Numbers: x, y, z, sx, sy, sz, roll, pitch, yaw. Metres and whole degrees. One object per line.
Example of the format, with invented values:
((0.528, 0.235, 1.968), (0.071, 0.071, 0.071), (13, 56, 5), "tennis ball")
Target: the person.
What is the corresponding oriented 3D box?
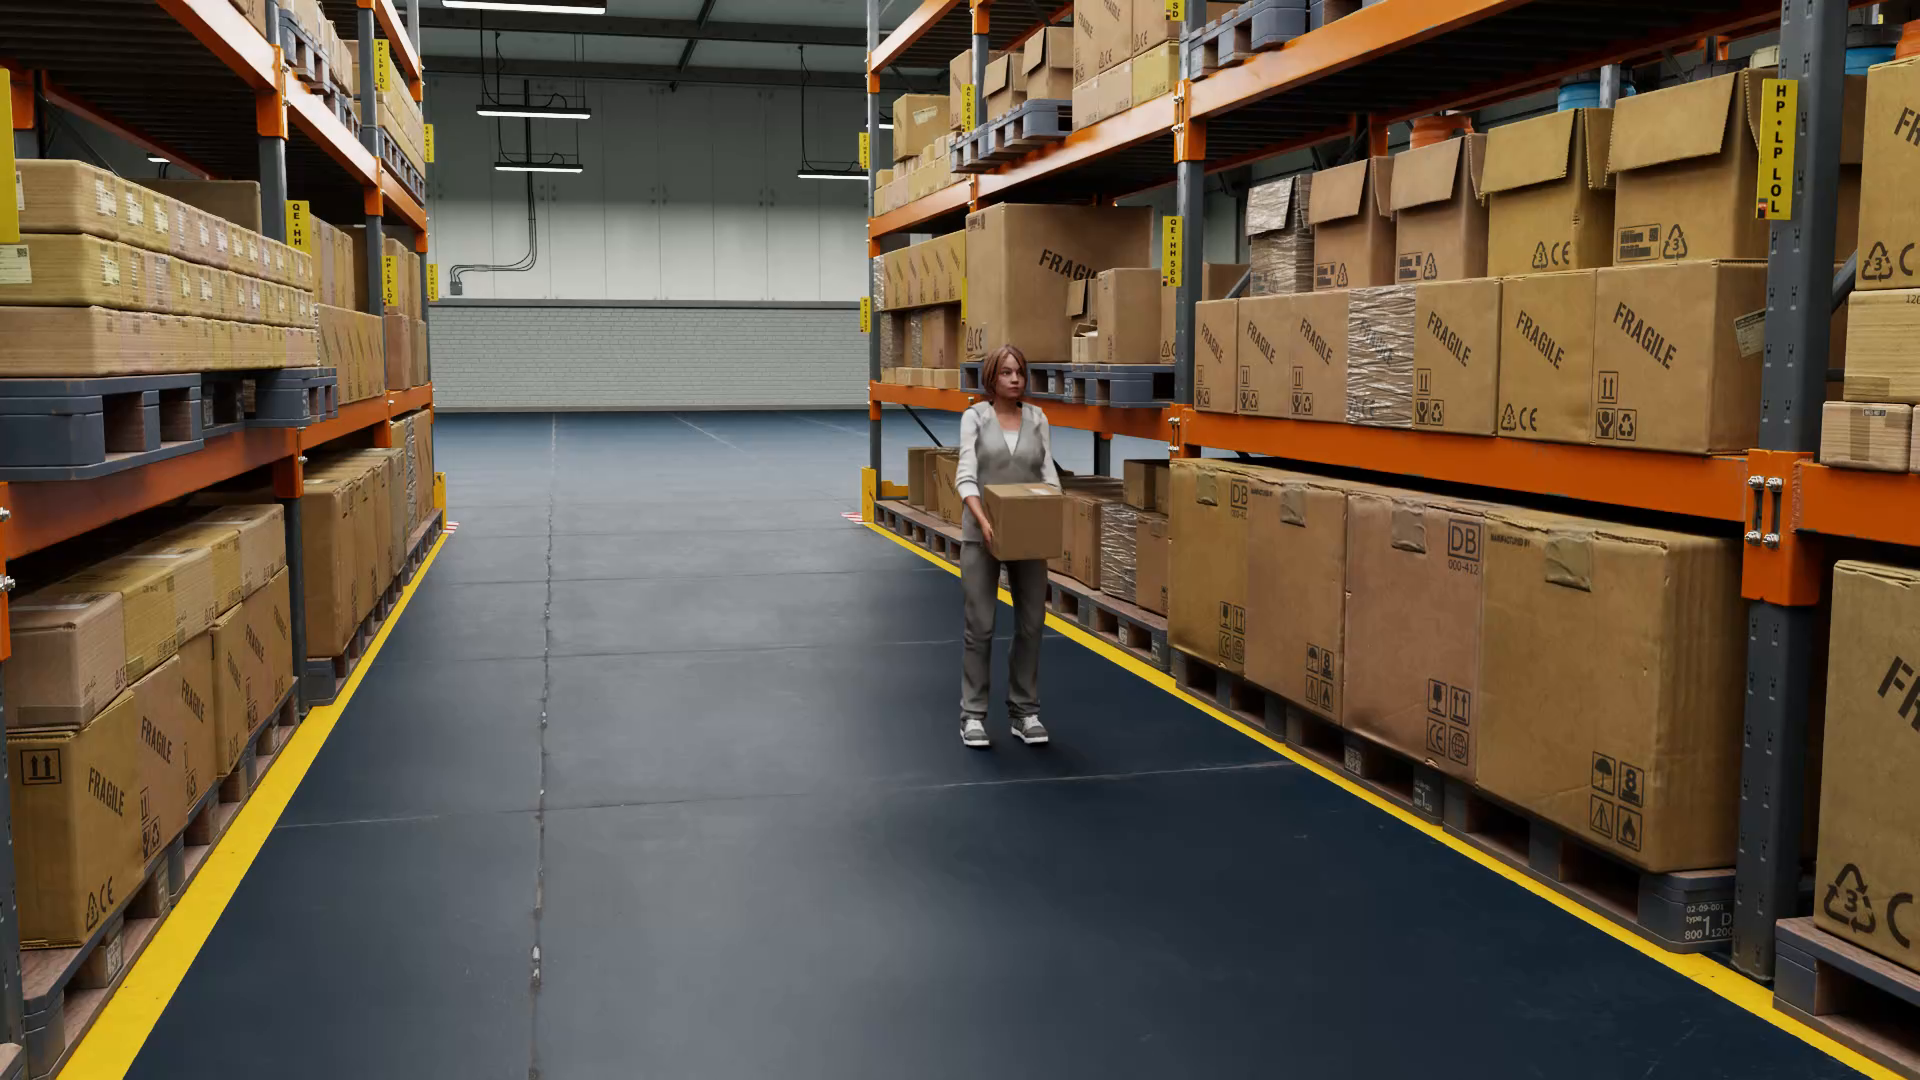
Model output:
((0.194, 0.021, 6.636), (0.444, 1.603, 0.424), (-2, 7, -14), "person")
